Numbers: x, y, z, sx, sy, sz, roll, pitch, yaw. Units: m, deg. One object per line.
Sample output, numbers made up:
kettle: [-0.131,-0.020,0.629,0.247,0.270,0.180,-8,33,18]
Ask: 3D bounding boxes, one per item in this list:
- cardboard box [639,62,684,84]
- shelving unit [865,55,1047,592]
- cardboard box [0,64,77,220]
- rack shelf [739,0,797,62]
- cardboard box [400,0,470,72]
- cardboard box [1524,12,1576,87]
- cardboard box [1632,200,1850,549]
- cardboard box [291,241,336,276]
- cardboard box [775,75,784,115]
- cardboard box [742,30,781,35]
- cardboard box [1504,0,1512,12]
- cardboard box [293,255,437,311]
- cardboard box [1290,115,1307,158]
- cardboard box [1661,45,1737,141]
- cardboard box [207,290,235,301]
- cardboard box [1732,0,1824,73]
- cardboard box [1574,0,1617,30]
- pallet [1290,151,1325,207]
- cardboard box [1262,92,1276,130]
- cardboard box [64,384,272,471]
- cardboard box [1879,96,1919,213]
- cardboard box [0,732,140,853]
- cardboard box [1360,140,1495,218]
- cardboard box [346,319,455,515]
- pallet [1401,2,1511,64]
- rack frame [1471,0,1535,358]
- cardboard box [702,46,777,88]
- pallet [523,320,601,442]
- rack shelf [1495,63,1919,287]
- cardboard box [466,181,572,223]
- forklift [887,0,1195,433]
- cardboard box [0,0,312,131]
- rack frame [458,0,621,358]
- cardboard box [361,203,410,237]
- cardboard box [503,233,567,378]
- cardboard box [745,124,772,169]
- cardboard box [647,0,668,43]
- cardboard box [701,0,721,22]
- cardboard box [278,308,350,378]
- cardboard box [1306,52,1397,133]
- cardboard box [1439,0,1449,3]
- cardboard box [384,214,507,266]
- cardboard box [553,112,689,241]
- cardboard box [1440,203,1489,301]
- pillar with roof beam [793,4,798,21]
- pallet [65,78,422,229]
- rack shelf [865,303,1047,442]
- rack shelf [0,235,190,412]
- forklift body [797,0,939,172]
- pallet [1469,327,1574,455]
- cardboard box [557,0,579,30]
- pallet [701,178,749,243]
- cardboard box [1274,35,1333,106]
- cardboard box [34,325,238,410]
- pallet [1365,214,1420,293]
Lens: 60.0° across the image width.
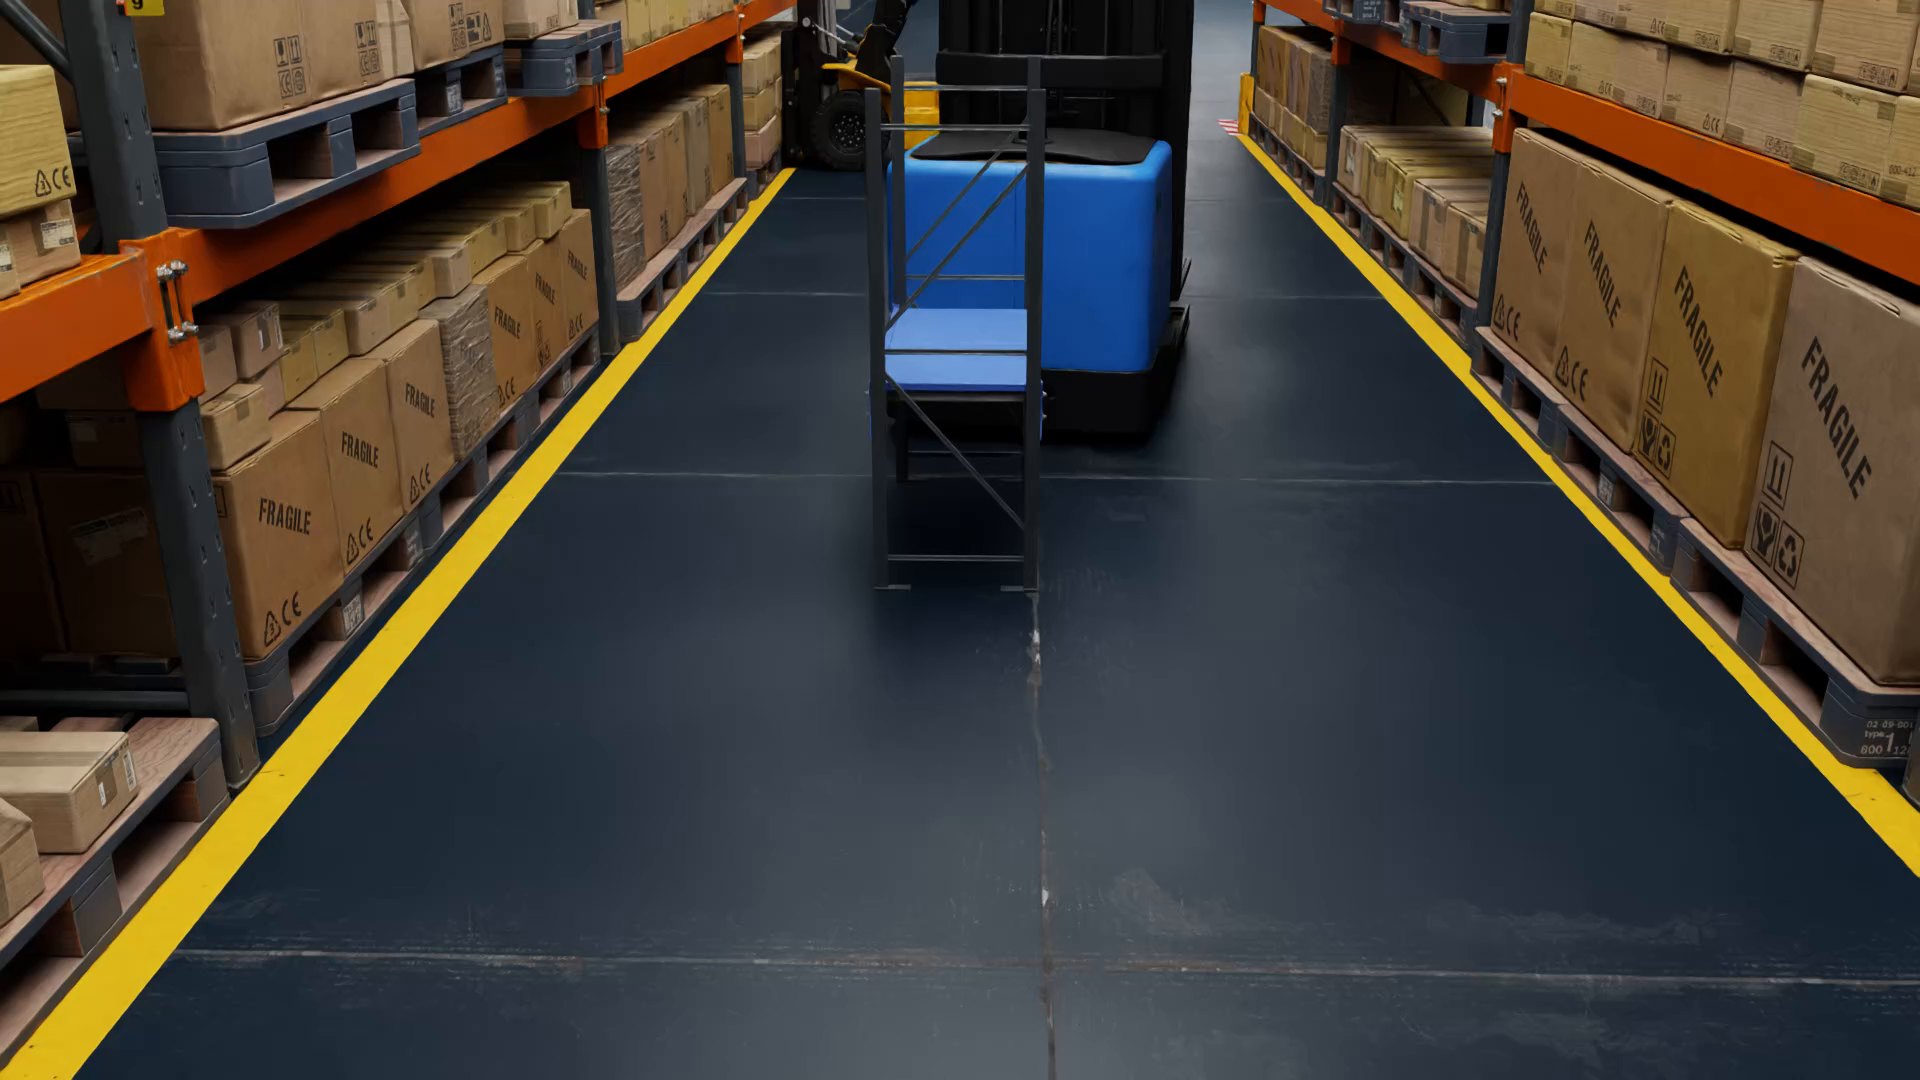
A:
cardboard box: [-2.152,-3.275,11.661,0.500,0.250,0.500,1,21,3]
shelving unit: [0.003,-0.730,5.337,0.538,1.500,1.048,1,21,2]
cardboard box: [-1.988,-0.704,2.993,0.500,0.250,0.500,1,21,3]
rack shelf: [-1.913,-4.103,12.950,1.077,0.370,4.000,1,21,2]
cardboard box: [-1.939,-1.708,5.066,0.700,0.500,0.500,1,21,1]
cardboard box: [2.600,-1.971,6.670,0.500,0.250,0.500,0,21,1]
cardboard box: [2.703,-0.526,5.095,0.875,0.875,0.875,1,21,3]
cardboard box: [-2.408,-0.948,5.804,0.380,0.149,0.250,1,21,2]
cardboard box: [-1.610,-3.397,12.667,0.500,0.250,0.500,0,21,1]
cardboard box: [-1.569,-4.004,13.540,0.500,0.250,0.500,1,21,2]
cardboard box: [2.641,-2.415,7.373,0.380,0.149,0.250,1,21,4]
cardboard box: [-1.984,-0.853,5.558,0.380,0.149,0.250,1,21,2]
cardboard box: [2.744,-2.985,12.296,0.500,0.250,0.500,0,21,0]
cardboard box: [2.569,-1.417,5.242,0.500,0.250,0.500,1,21,2]
cardboard box: [-2.449,-0.666,5.078,0.380,0.149,0.250,1,21,3]
cardboard box: [2.533,-1.462,4.668,0.500,0.250,0.500,1,21,3]
cardboard box: [2.587,-2.011,6.082,0.500,0.250,0.500,1,21,3]
pallet: [2.973,-2.605,11.950,1.003,0.211,1.213,1,21,2]
cardboard box: [2.786,-3.549,13.749,0.500,0.250,0.500,1,21,4]
cardboard box: [-1.940,-0.282,4.087,0.380,0.149,0.250,2,21,4]
cardboard box: [2.506,-0.864,3.817,0.500,0.250,0.500,0,21,0]
cardboard box: [-1.940,0.516,3.414,0.380,0.149,0.250,0,21,0]
cardboard box: [2.956,-2.183,10.060,0.950,0.372,0.625,2,21,5]
cardboard box: [-1.951,-0.398,5.284,0.500,0.500,0.500,0,21,0]
pallet: [2.782,-2.385,7.793,1.213,0.211,1.003,1,21,2]
rack frame: [2.866,-2.215,7.092,1.000,3.000,0.127,1,21,2]
cardboard box: [-1.619,-3.451,12.115,0.500,0.250,0.500,1,21,2]
pallet: [-2.156,-0.699,7.039,1.003,0.211,1.213,1,21,2]
rack shelf: [2.806,-1.157,5.358,1.077,0.370,4.000,1,21,2]
cardboard box: [-1.857,-1.420,7.020,0.380,0.149,0.250,0,21,-1]
forklift: [0.499,-2.276,7.342,1.130,2.935,3.031,4,22,10]
cardboard box: [-1.978,-1.237,3.852,0.700,0.500,0.500,1,21,3]
rack frame: [-2.095,-2.269,7.229,1.000,3.000,0.127,1,21,2]
cardboard box: [-2.385,-1.230,6.530,0.380,0.149,0.250,1,21,2]
cardboard box: [-1.919,-0.963,6.739,0.500,0.500,0.500,0,21,1]
cardboard box: [-1.628,-2.800,11.819,0.500,0.250,0.500,1,21,2]
cardboard box: [-1.808,-2.725,8.611,0.500,0.250,0.500,0,21,0]
cardboard box: [-1.737,-3.278,10.038,0.500,0.250,0.500,1,21,1]
cardboard box: [-2.018,-0.575,4.843,0.380,0.149,0.250,0,21,1]
cardboard box: [2.738,-3.142,11.664,0.500,0.500,0.500,0,21,1]
cardboard box: [2.556,-2.695,8.096,0.380,0.149,0.250,0,21,-1]
cardboard box: [-1.940,-1.131,6.276,0.380,0.149,0.250,1,21,3]
cardboard box: [-2.030,-2.062,9.400,0.875,0.625,0.625,0,21,-1]
cardboard box: [2.894,-1.390,8.017,0.950,0.372,0.625,-1,21,-2]
pillar with roof beam: [1.894,-12.008,24.035,9.100,9.000,0.400,1,21,2]
pallet: [-2.083,-1.021,4.278,1.003,0.211,1.213,1,21,2]
rack shelf: [0.003,-0.562,5.402,0.538,0.185,1.000,1,21,2]
rack shelf: [-2.278,0.236,1.768,1.077,0.370,4.000,1,21,2]
forklift body: [-0.086,-4.060,13.019,2.313,2.155,1.214,1,21,2]
pallet: [2.767,-0.631,6.864,1.003,0.211,1.213,1,21,2]
cardboard box: [-1.732,-2.106,6.575,0.380,0.149,0.250,1,21,3]
pallet: [-1.957,-2.148,10.773,1.003,0.211,1.213,1,21,2]
cardboard box: [2.774,-3.704,13.112,0.500,0.500,0.500,1,21,3]
cardboard box: [-2.001,-0.421,4.035,0.380,0.149,0.250,0,21,1]
pallet: [2.932,-1.638,9.458,1.003,0.211,1.213,1,21,2]
